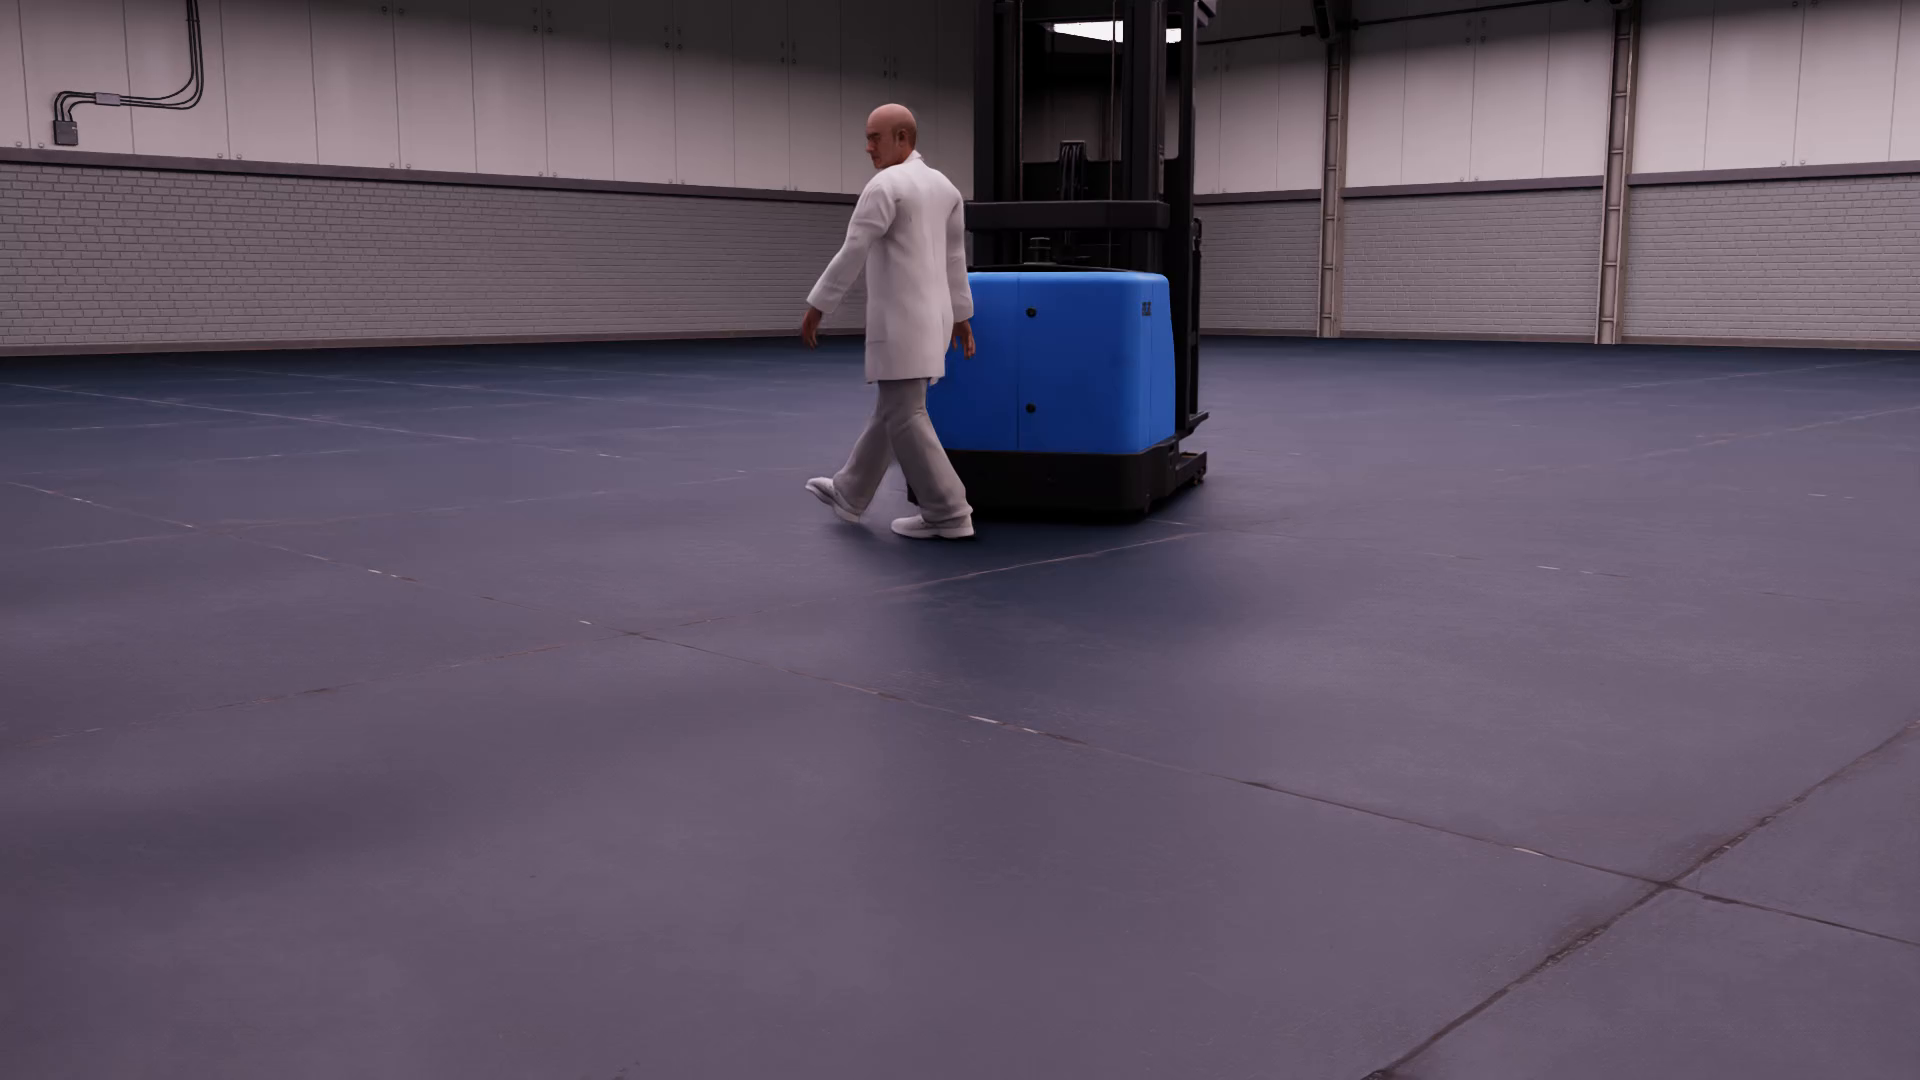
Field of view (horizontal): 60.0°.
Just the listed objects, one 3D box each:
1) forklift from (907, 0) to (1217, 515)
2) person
[{"bbox_3d":[0.673,-1.737,8.409,1.130,2.935,3.031,3,9,16],"label":"forklift"},{"bbox_3d":[-0.321,-0.899,6.867,0.919,1.741,0.783,4,10,27],"label":"person"}]
